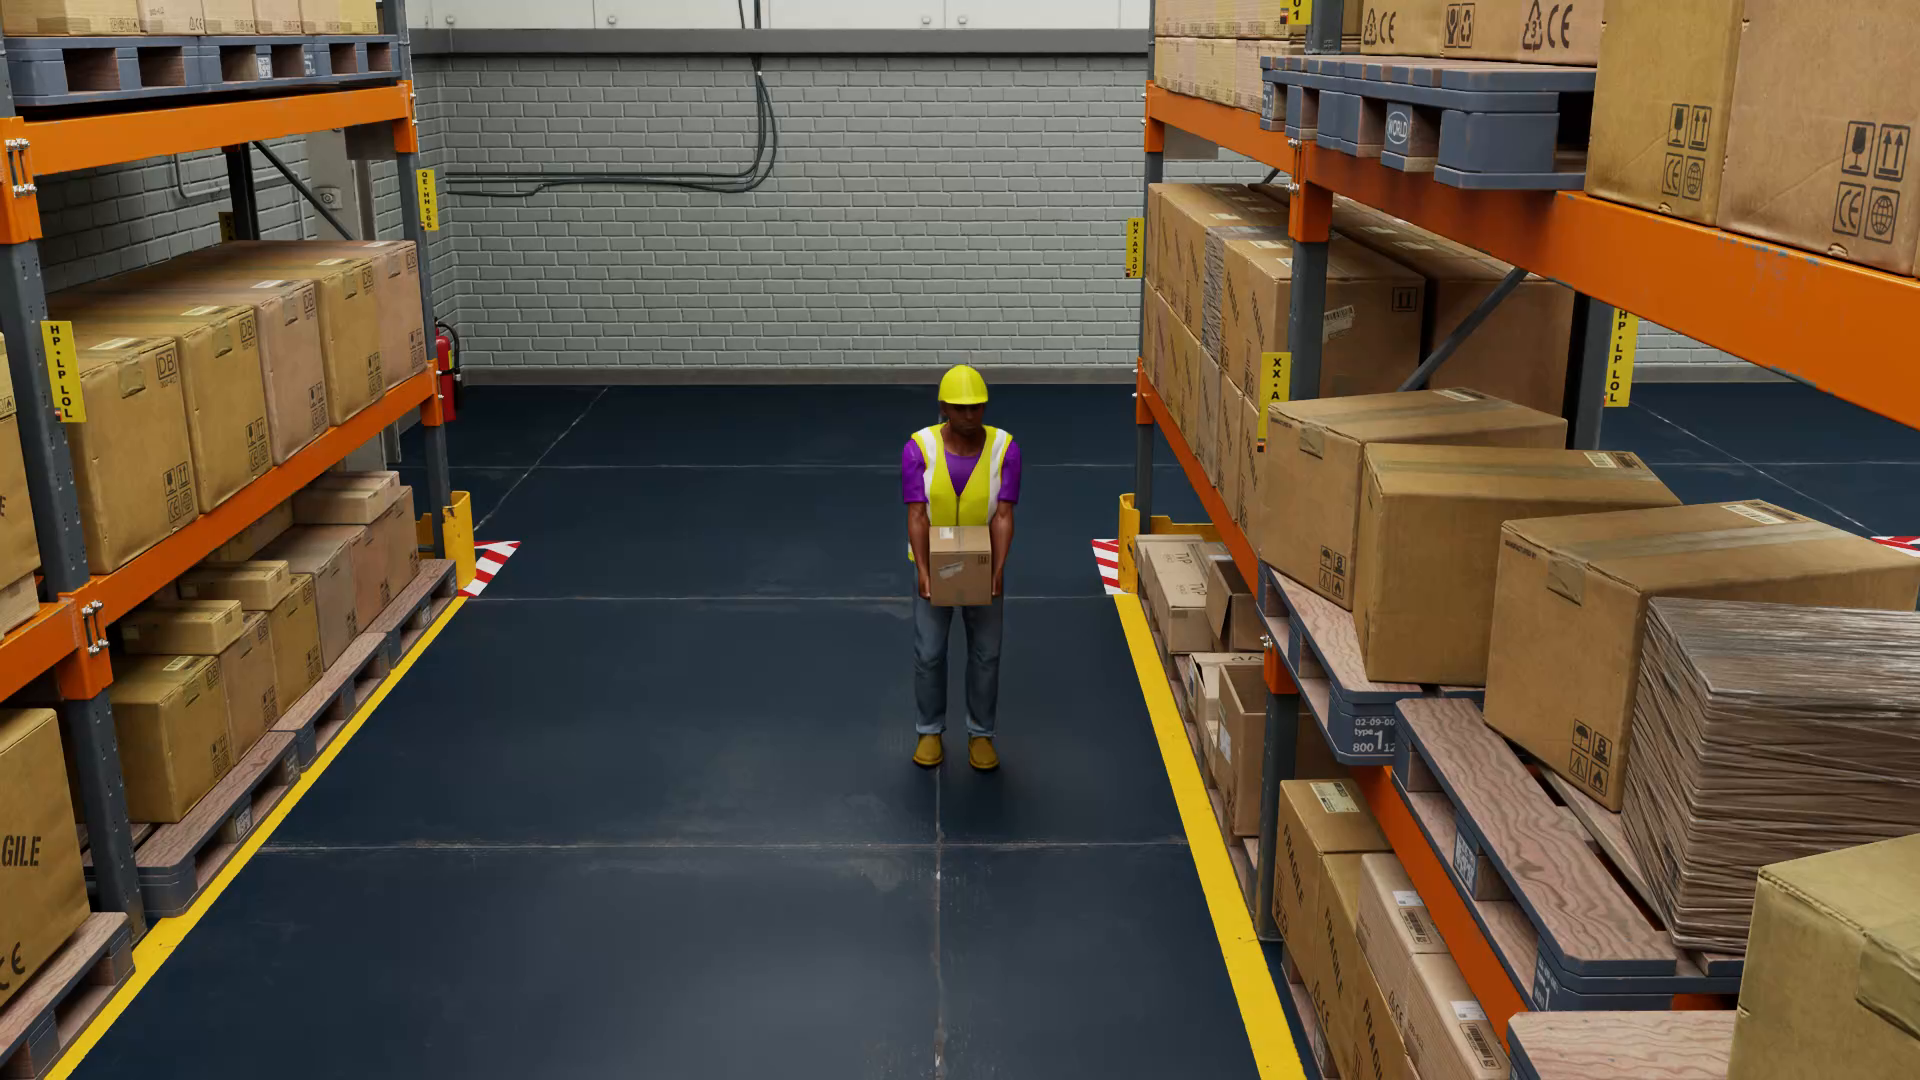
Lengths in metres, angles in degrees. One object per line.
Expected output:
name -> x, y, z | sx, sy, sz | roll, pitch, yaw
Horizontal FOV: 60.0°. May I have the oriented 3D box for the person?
person -> 0.010, 0.134, 7.081 | 0.505, 1.756, 0.575 | -1, 17, -2
